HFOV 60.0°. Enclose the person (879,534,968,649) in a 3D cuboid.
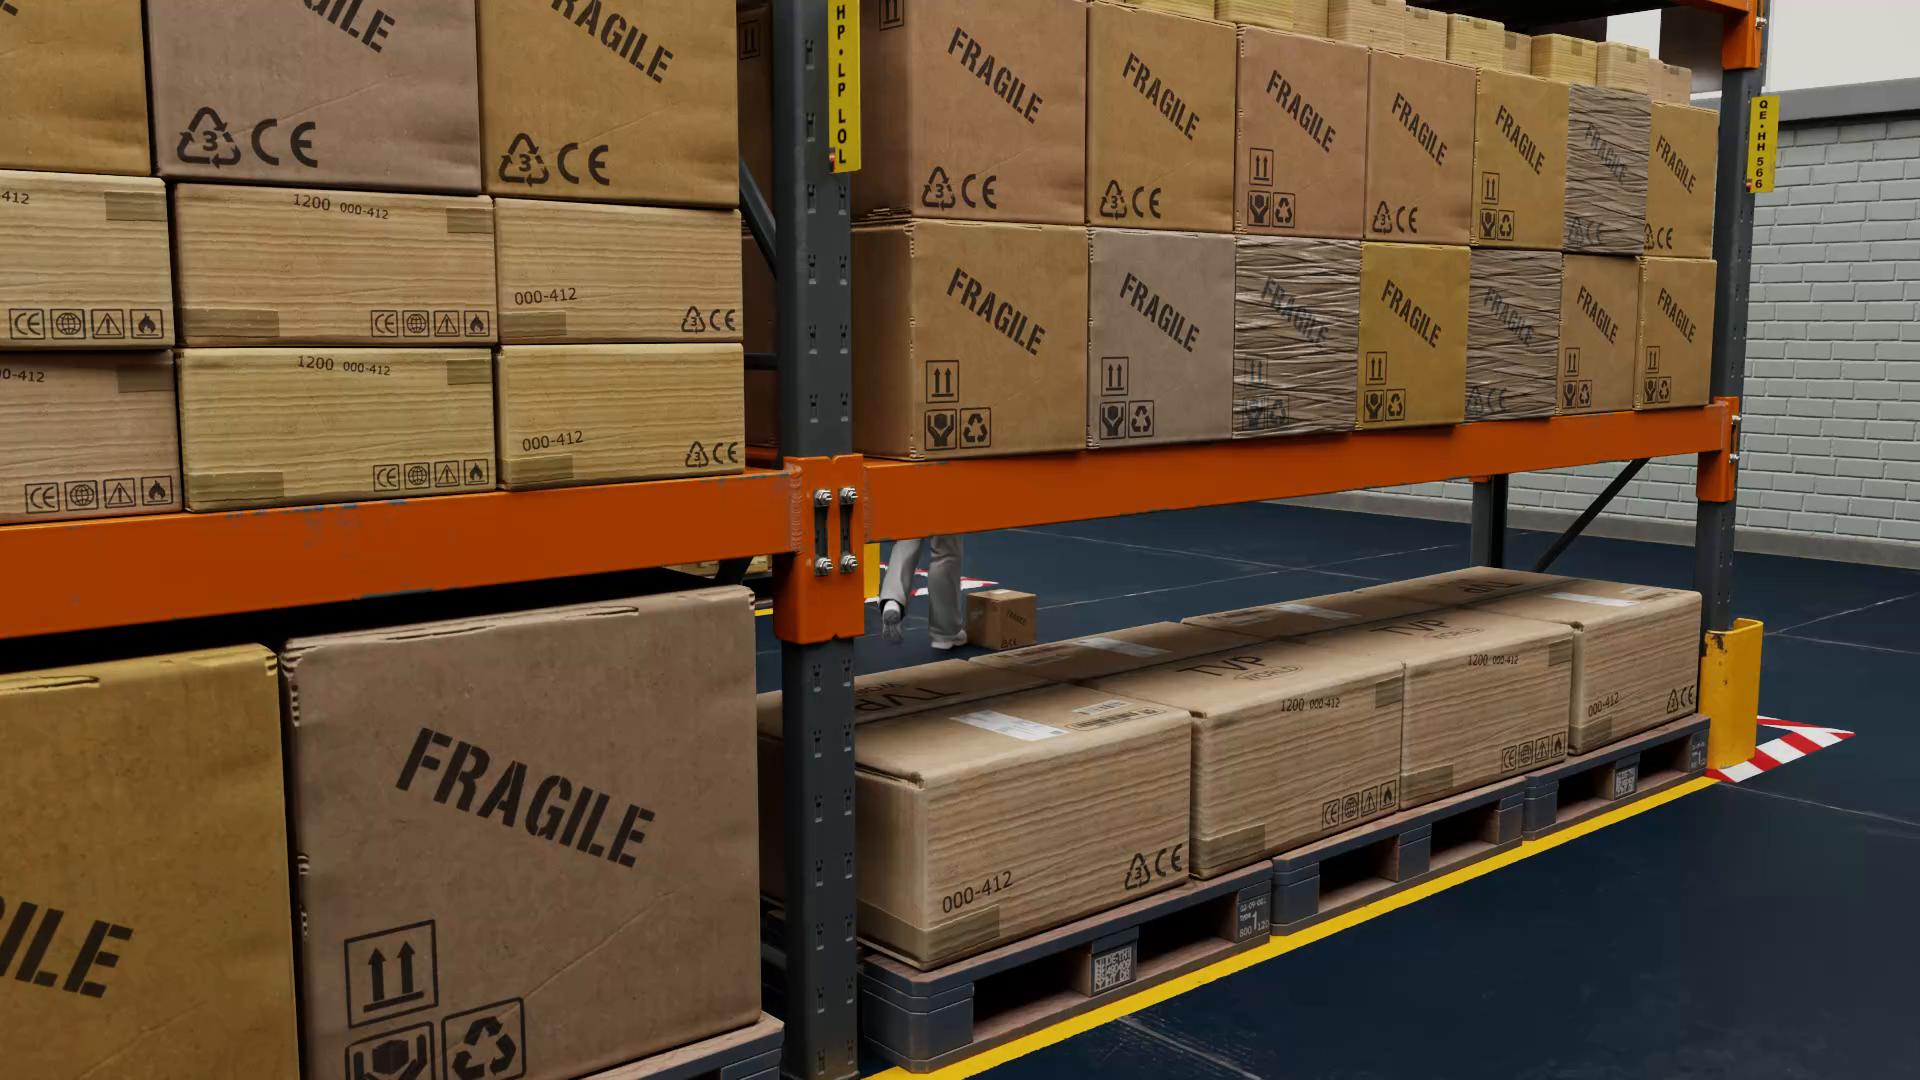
[{"bbox_3d":[-0.103,-0.289,7.921,0.536,1.665,0.592,4,9,30],"label":"person"}]
